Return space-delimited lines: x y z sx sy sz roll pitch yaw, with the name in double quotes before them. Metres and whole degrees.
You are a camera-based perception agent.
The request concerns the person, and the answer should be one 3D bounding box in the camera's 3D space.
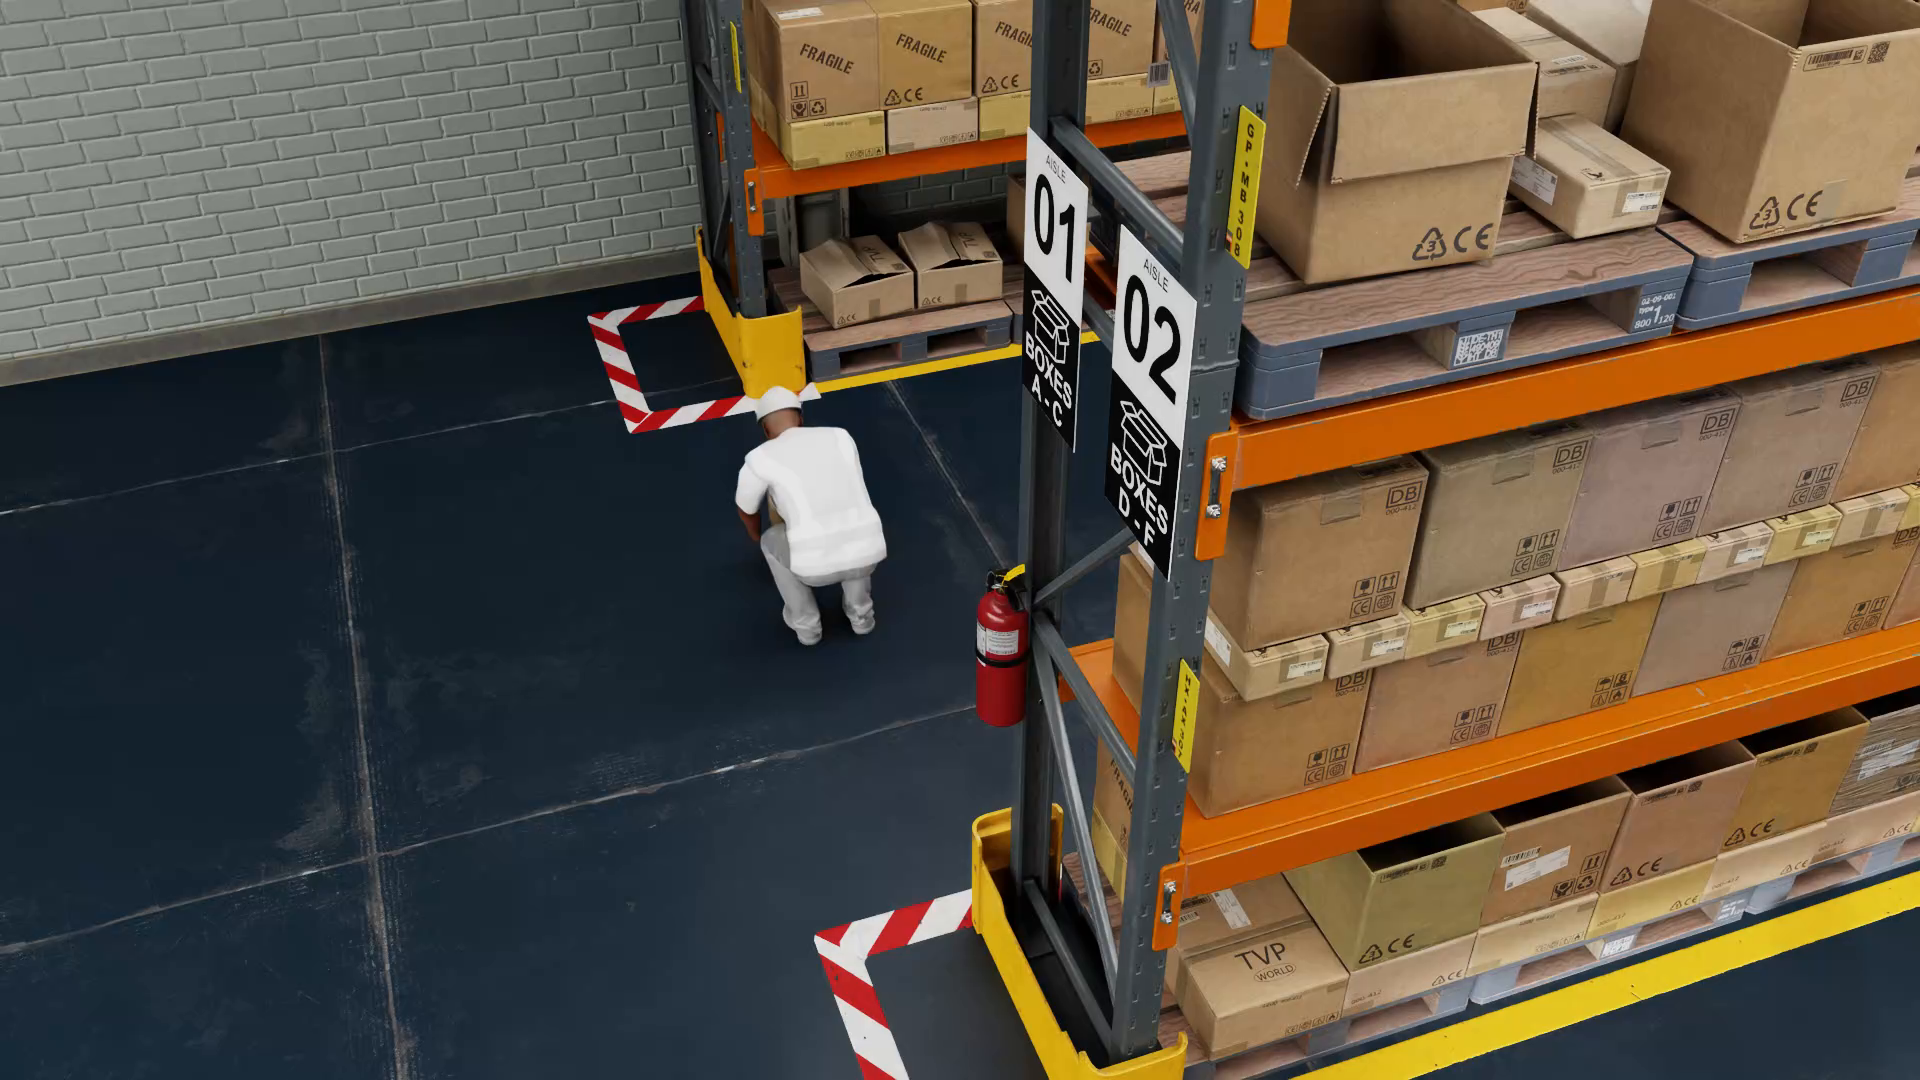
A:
"person" -0.680 -0.092 7.485 0.587 1.040 0.888 -13 39 -16
